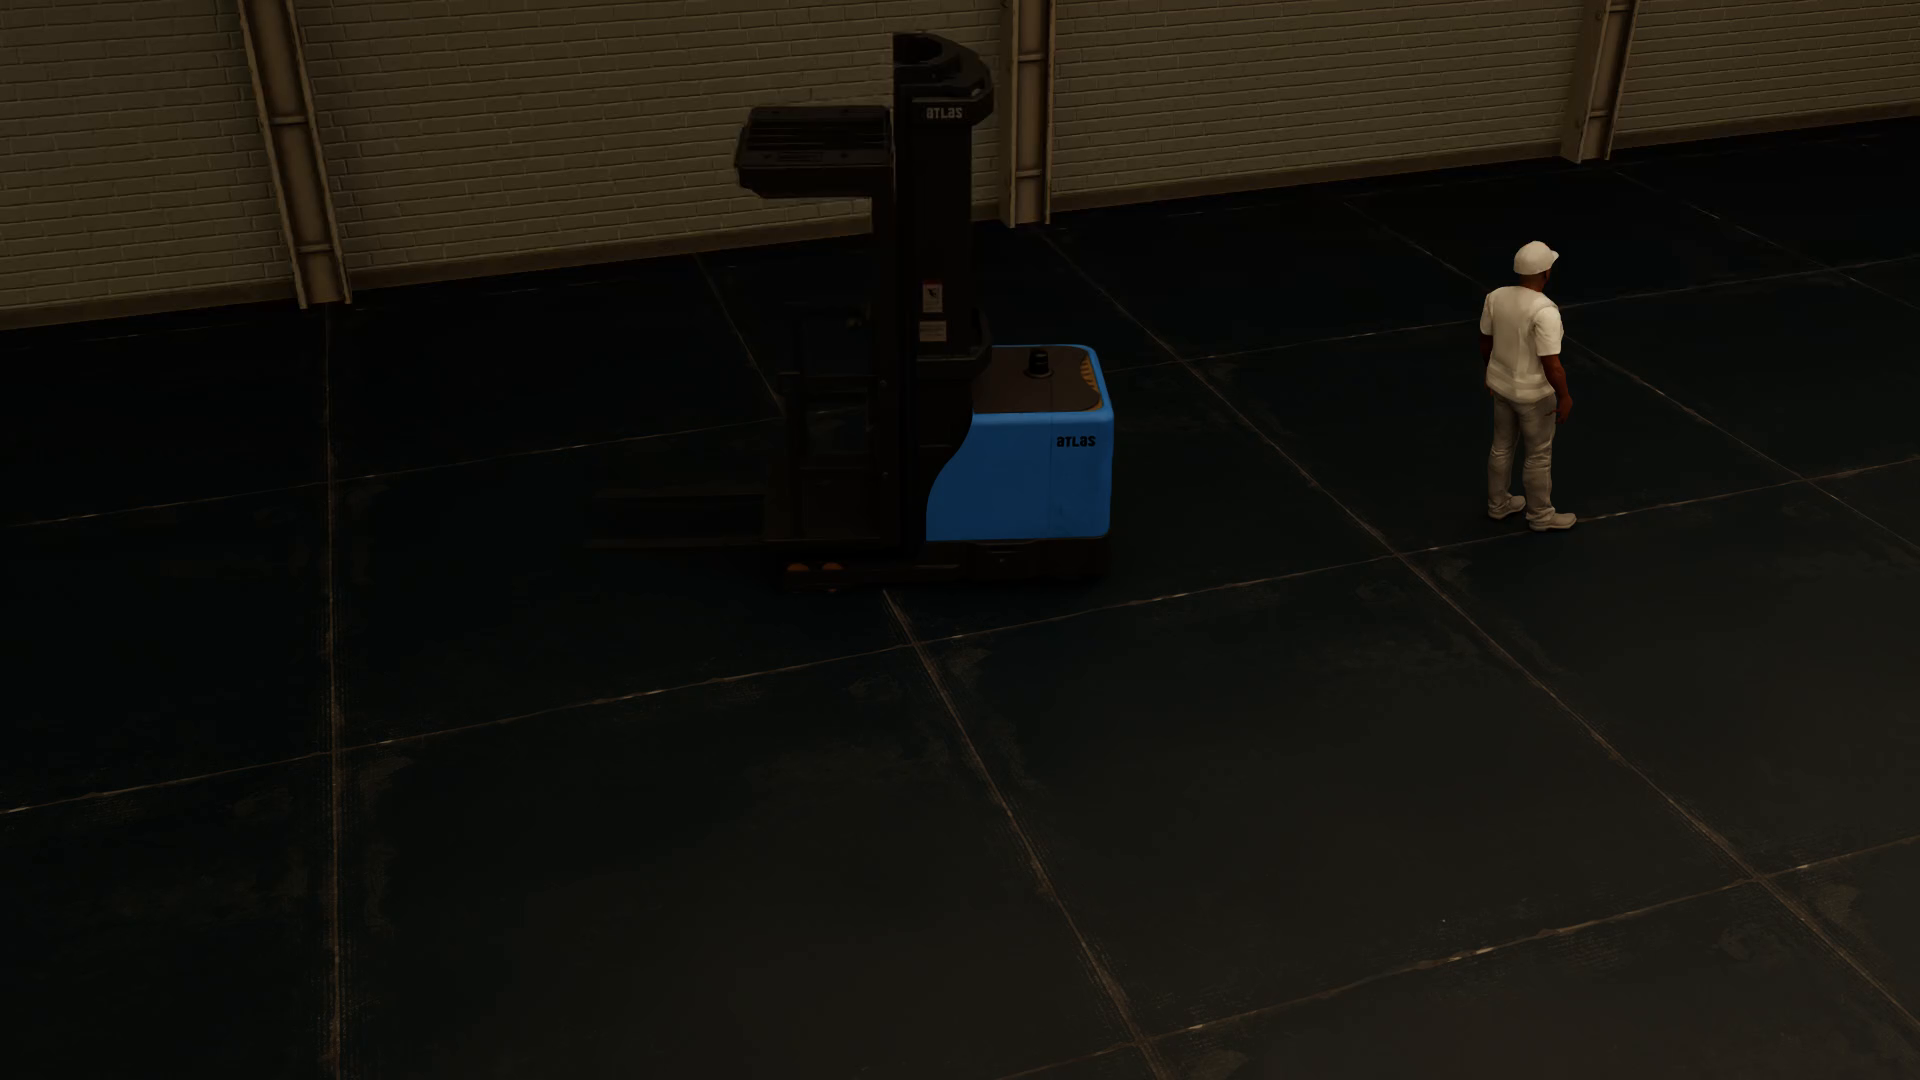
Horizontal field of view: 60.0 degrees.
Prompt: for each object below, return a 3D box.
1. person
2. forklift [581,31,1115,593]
[{"bbox_3d":[3.388,-0.924,9.848,0.575,1.768,0.665,-14,33,-23],"label":"person"},{"bbox_3d":[-0.670,-1.237,9.237,3.031,2.935,1.130,-1,30,-3],"label":"forklift"}]
